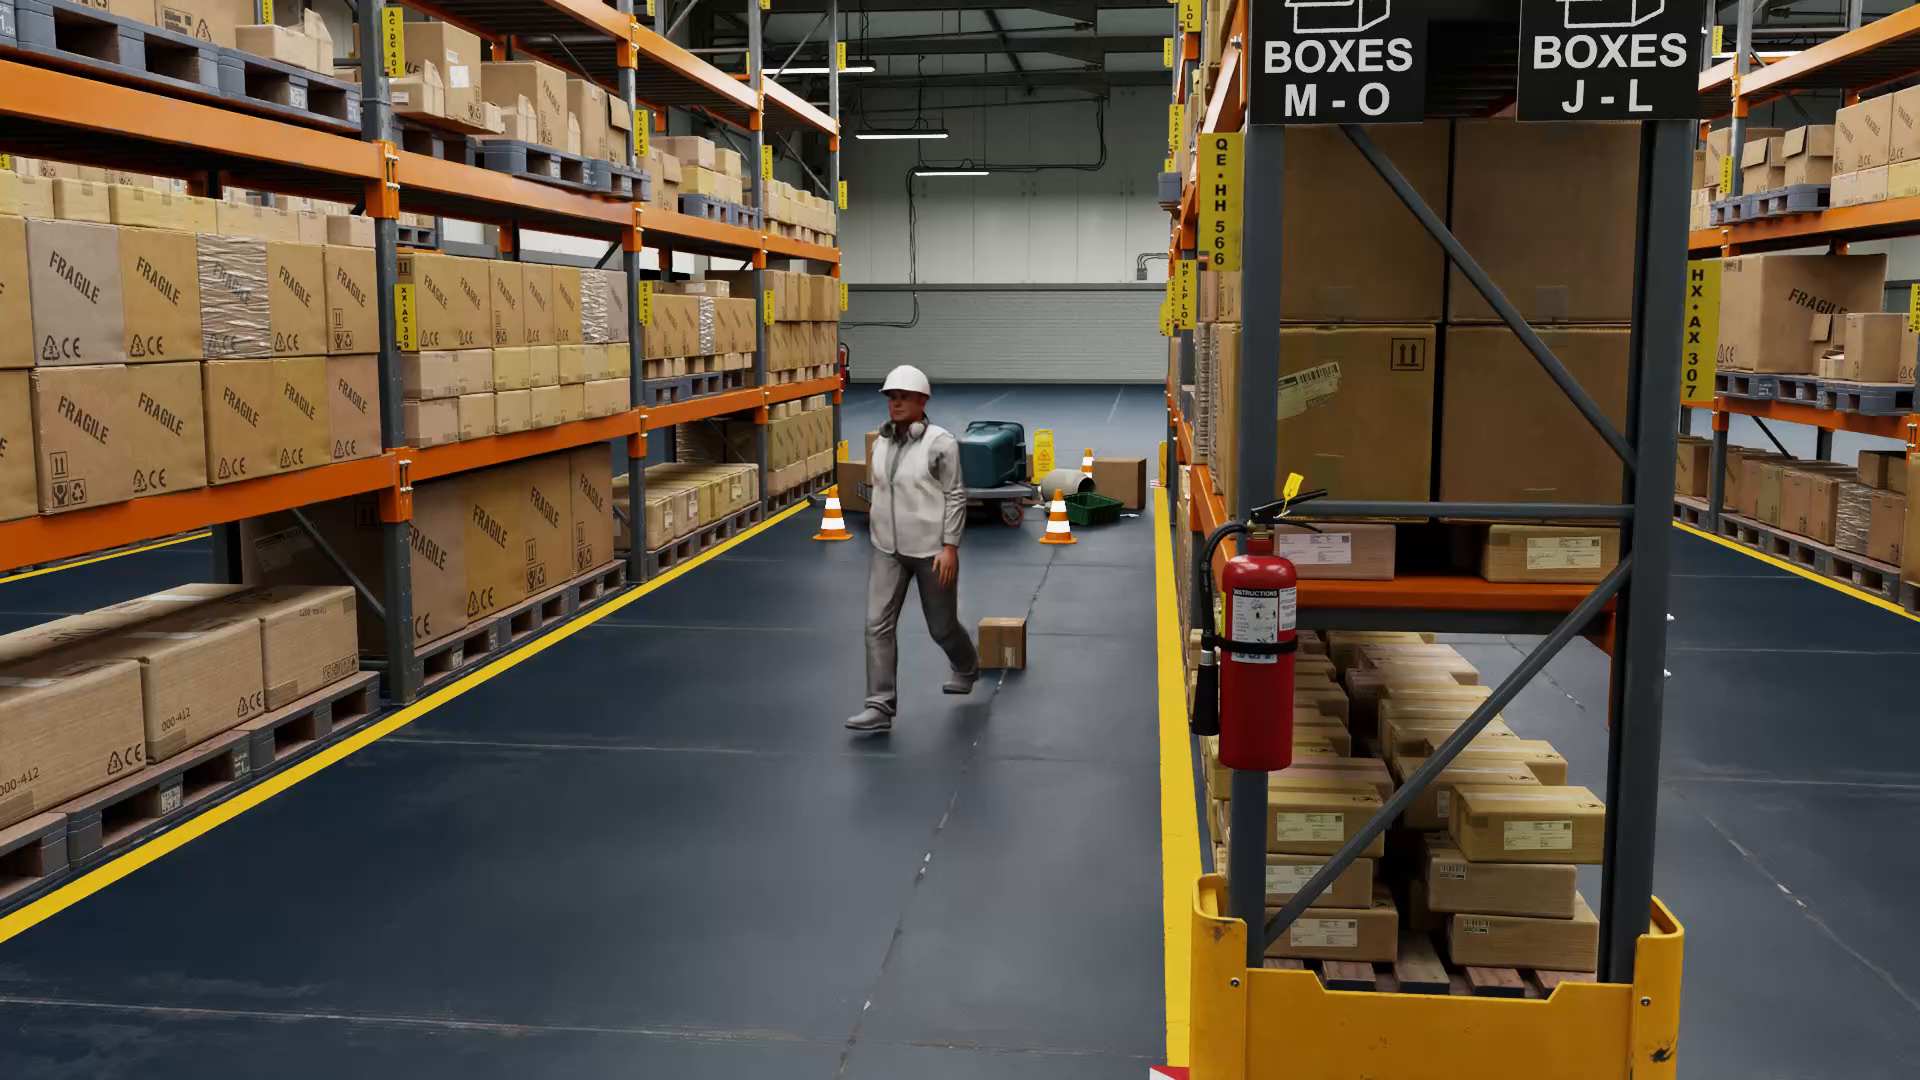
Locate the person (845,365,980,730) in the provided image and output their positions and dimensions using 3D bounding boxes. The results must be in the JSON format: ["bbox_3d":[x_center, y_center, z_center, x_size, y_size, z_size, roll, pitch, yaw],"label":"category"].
[{"bbox_3d":[-0.192,0.023,8.067,0.554,1.735,1.012,4,9,28],"label":"person"}]
